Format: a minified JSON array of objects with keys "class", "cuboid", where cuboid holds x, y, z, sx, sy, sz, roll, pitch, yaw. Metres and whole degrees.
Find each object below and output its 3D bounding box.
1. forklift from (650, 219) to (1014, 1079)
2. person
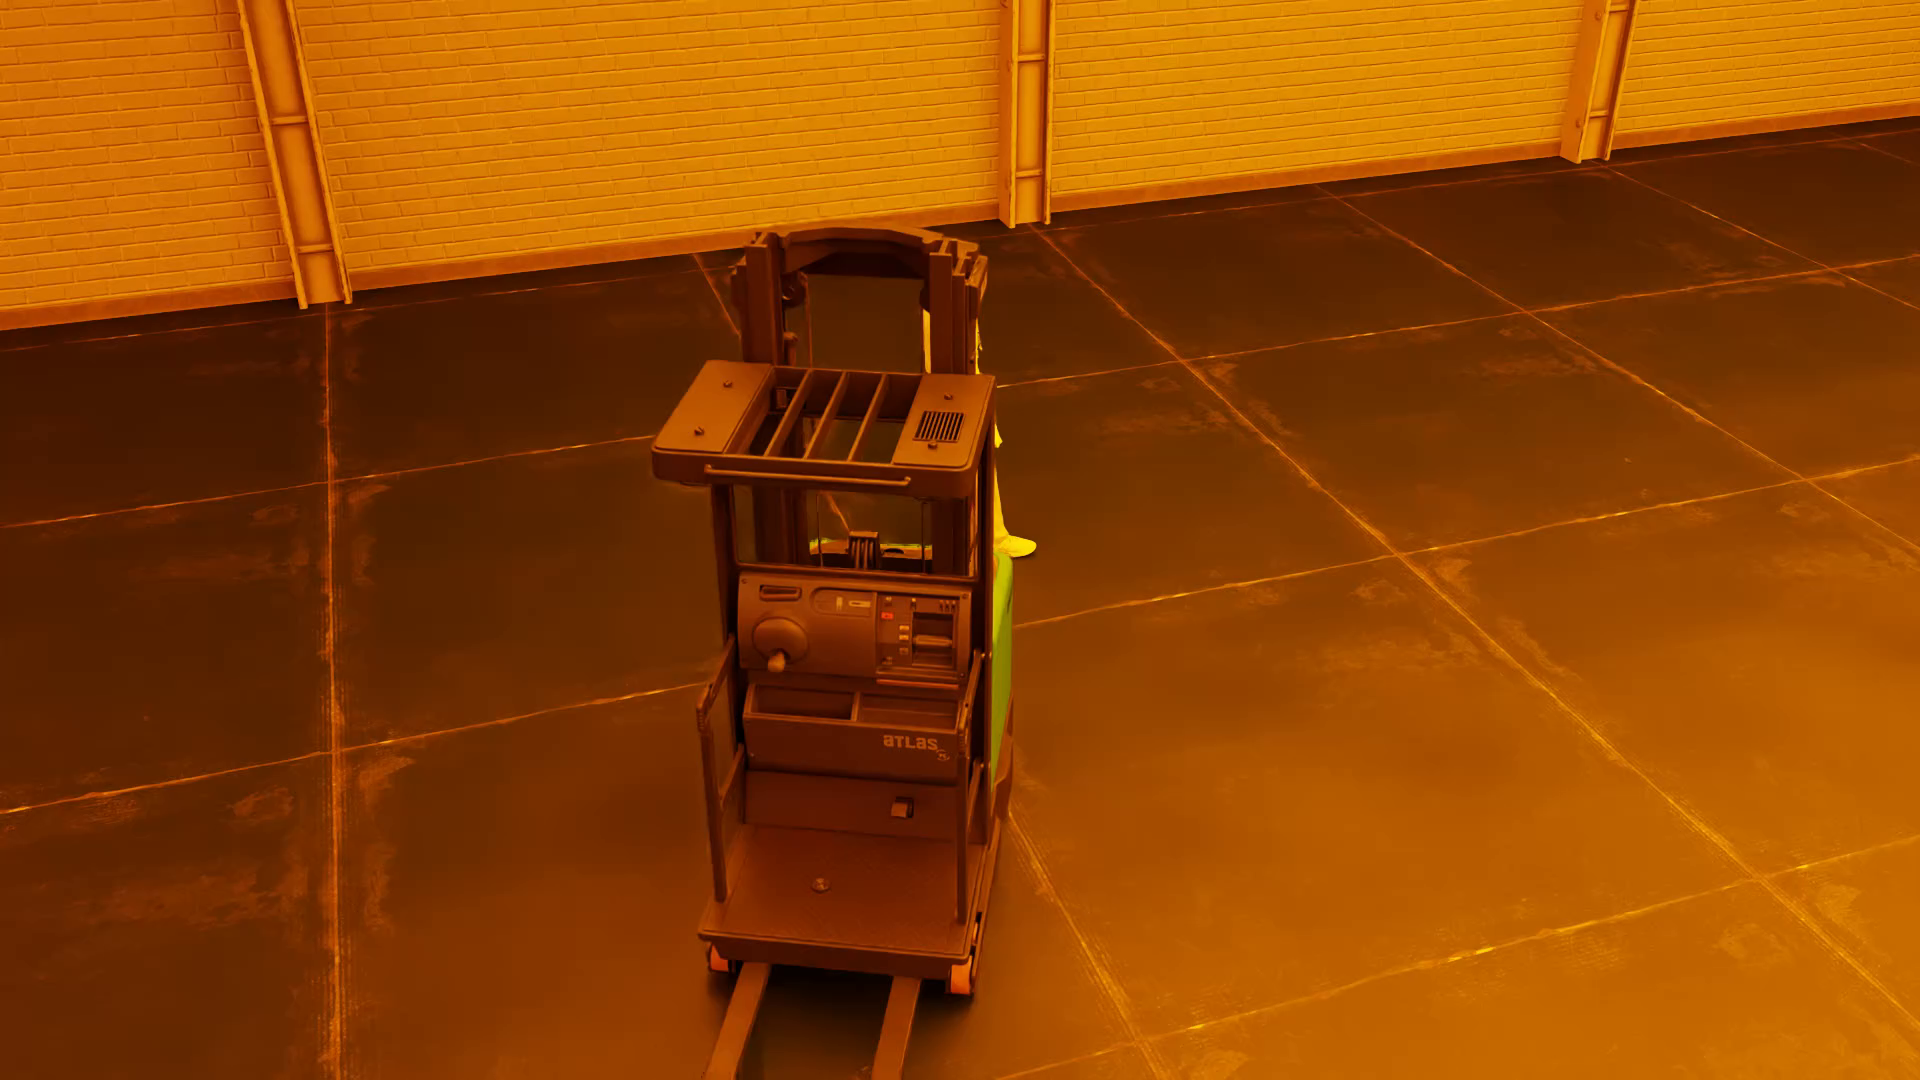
[{"class":"forklift","cuboid":[-0.446,0.400,6.392,1.130,2.935,3.031,4,30,7]},{"class":"person","cuboid":[0.087,-0.789,9.600,0.581,1.776,0.696,-10,31,-16]}]
